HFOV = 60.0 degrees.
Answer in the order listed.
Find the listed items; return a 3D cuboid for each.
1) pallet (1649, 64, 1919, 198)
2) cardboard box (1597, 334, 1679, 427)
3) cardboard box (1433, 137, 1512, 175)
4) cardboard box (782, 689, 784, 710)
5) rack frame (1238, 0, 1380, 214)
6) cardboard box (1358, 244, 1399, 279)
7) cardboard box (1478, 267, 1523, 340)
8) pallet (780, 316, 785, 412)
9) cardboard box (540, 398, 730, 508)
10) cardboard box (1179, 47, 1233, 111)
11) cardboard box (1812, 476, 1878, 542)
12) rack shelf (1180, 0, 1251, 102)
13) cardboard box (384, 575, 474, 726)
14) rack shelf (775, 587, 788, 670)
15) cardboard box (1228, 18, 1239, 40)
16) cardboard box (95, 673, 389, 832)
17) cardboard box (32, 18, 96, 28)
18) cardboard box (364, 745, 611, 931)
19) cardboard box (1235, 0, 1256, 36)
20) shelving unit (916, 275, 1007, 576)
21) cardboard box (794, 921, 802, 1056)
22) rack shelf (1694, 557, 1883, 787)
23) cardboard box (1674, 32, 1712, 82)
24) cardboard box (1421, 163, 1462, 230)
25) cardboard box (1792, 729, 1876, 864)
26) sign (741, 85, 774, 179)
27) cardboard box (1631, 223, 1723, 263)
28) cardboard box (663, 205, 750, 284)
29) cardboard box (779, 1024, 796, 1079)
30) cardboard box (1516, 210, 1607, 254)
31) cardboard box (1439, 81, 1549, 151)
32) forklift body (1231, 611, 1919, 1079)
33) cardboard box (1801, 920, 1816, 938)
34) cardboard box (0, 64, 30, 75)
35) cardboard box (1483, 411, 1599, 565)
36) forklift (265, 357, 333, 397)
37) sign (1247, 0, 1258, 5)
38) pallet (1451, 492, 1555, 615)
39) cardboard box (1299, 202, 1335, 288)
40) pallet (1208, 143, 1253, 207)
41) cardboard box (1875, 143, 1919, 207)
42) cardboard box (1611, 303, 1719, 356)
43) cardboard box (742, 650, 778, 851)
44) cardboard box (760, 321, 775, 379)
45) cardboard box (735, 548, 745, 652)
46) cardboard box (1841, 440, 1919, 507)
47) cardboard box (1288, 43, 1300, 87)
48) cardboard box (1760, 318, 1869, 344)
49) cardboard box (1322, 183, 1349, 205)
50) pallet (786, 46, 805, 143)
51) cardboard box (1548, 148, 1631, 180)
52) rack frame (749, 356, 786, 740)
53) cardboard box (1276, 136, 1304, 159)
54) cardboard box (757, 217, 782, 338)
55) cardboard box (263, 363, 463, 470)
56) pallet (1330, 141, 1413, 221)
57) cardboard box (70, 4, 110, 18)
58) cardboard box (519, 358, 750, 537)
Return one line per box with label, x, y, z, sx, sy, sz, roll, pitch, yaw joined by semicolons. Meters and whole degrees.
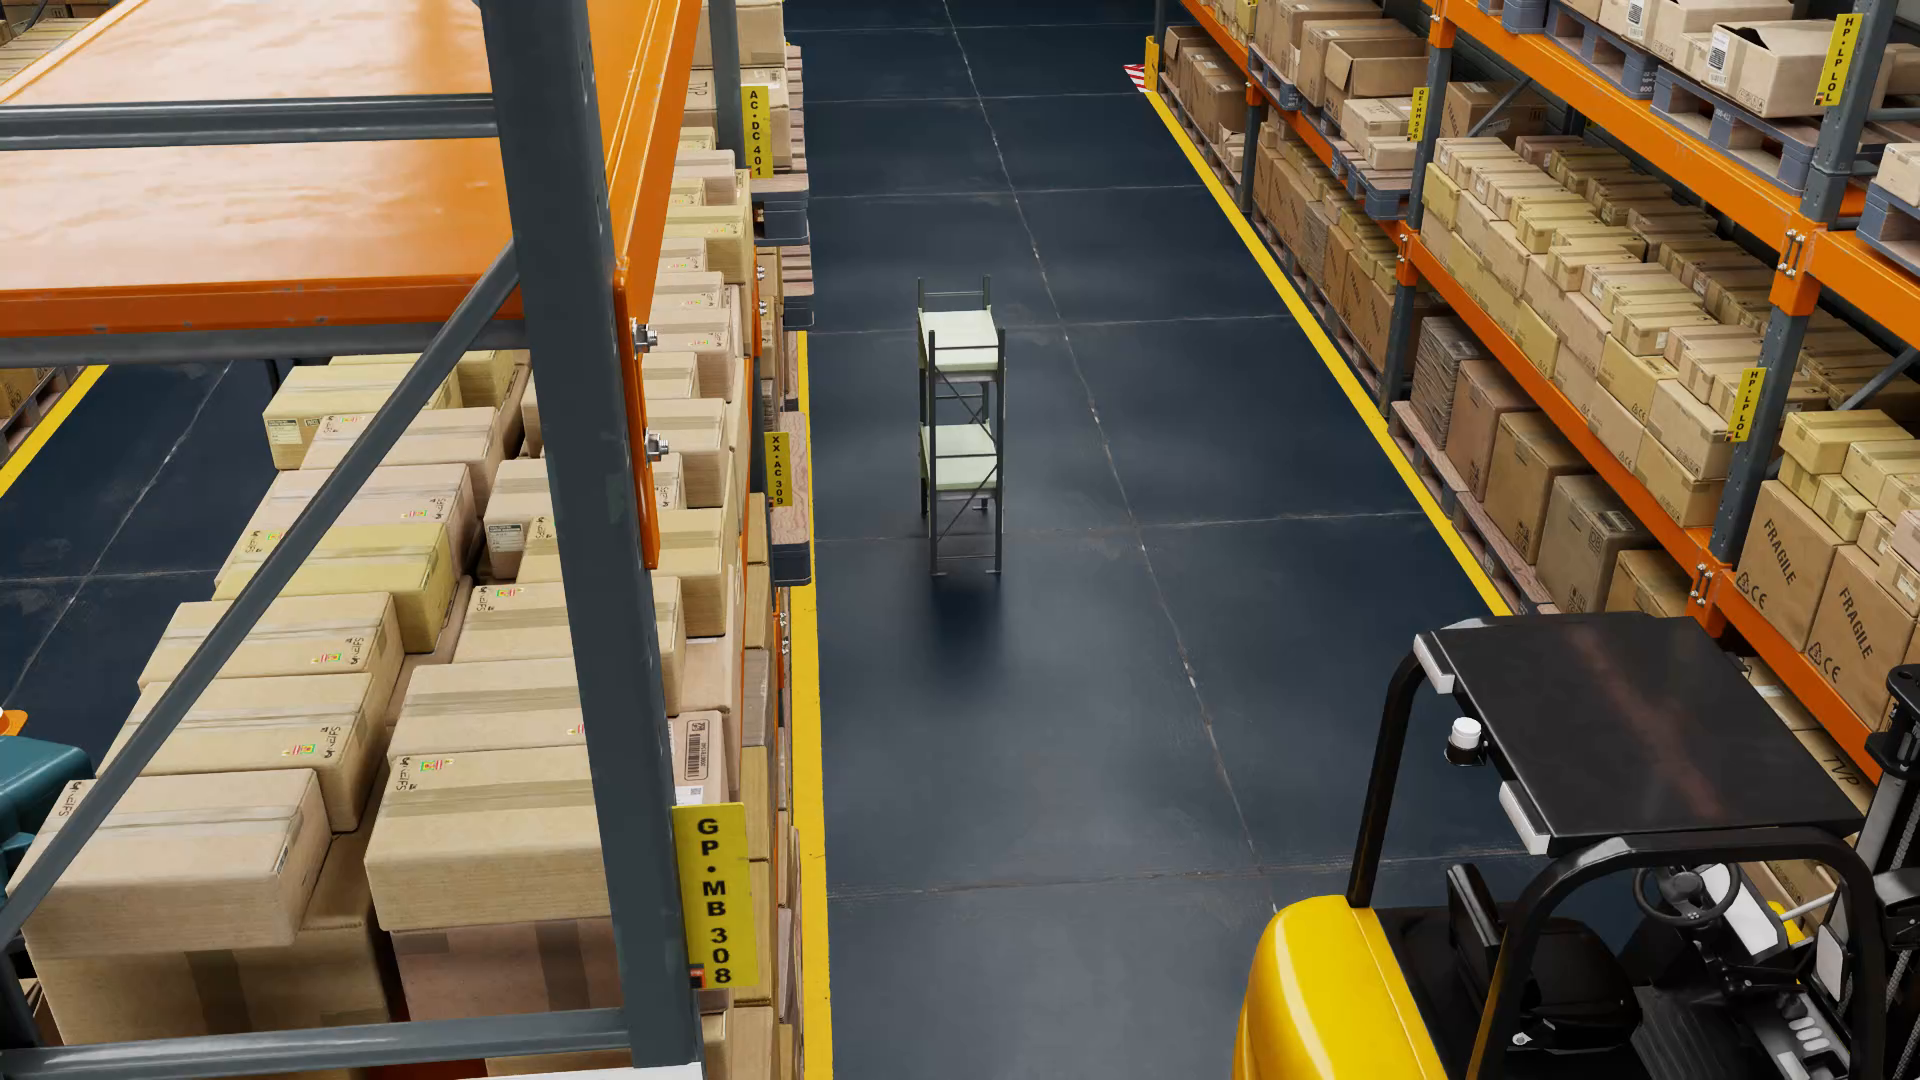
pallet;3.602;-1.765;7.041;0.805;0.209;1.217;-4;31;-7
cardboard box;3.342;-0.760;7.757;0.500;0.250;0.500;-4;31;-6
cardboard box;3.060;-2.296;9.939;0.380;0.149;0.250;-2;31;-3
cardboard box;-1.296;0.811;7.621;0.950;0.372;0.625;-2;31;-4
rack frame;2.950;-4.194;13.846;1.000;3.000;0.127;-3;31;-5
cardboard box;2.969;-1.915;11.427;0.380;0.149;0.250;-4;31;-7
cardboard box;3.219;-1.329;9.197;0.500;0.250;0.500;-4;31;-6
pallet;-1.392;-0.821;8.386;1.003;0.211;1.213;-3;31;-5
cardboard box;-0.713;-0.190;3.686;0.380;0.149;0.250;-2;31;-3
cardboard box;2.580;-4.588;16.534;0.700;0.500;0.500;-2;31;-3
cardboard box;3.491;-0.123;6.301;0.380;0.149;0.250;-2;31;-3
rack shelf;2.763;-4.906;15.740;1.077;0.370;4.000;-3;31;-5
cardboard box;-1.219;0.316;3.228;0.500;0.250;0.500;-3;31;-5
rack shelf;-1.431;-0.582;8.501;1.077;0.370;4.000;-3;31;-5
cardboard box;2.574;-4.500;14.604;0.380;0.149;0.250;-2;31;-3
cardboard box;-1.182;0.358;2.767;0.380;0.149;0.250;-2;31;-4
cardboard box;-6.679;-3.798;12.438;0.380;0.149;0.250;-1;31;-2
cardboard box;-0.701;0.459;2.599;0.380;0.149;0.250;-3;31;-5
cardboard box;2.660;-4.505;14.224;0.500;0.250;0.500;-2;31;-3
shelving unit;0.001;-0.640;9.360;0.431;1.500;0.755;-3;31;-5
cardboard box;-0.862;1.691;6.266;0.500;0.250;0.500;-4;31;-6
rack shelf;3.884;1.221;5.483;1.077;0.370;4.000;-3;31;-5
cardboard box;3.292;-2.059;7.086;0.380;0.149;0.250;-3;31;-5
cardboard box;3.097;-2.062;9.936;0.500;0.250;0.500;-3;31;-5
cardboard box;3.468;0.985;6.472;0.500;0.250;0.500;-3;31;-5
sign;-0.705;-1.409;5.755;0.100;0.325;0.005;-3;31;-5
cardboard box;3.718;-1.534;8.663;0.380;0.149;0.250;-2;31;-3
cardboard box;-0.806;-0.848;4.787;0.380;0.149;0.250;-2;31;-3
cardboard box;-0.765;1.890;5.201;0.500;0.500;0.500;-2;31;-4
cardboard box;3.191;-1.638;8.837;0.380;0.149;0.250;-2;31;-4
cardboard box;3.431;-2.645;10.746;0.500;0.500;0.500;-1;31;-2
forklift body;2.078;1.416;5.281;2.313;2.155;1.214;-3;31;-5
cardboard box;3.539;1.674;6.295;0.500;0.250;0.500;-2;31;-4
cardboard box;-6.558;-3.132;11.324;0.380;0.149;0.250;-4;31;-7
cardboard box;3.500;-0.316;9.261;0.875;0.625;0.625;-4;31;-7
forklift;-3.362;-1.452;9.323;1.130;2.935;3.031;-2;31;-3
sign;2.410;-4.536;13.574;0.100;0.325;0.005;-3;31;-5
pallet;3.473;0.089;9.395;1.003;0.211;1.213;-3;31;-5
cardboard box;2.915;-2.252;12.623;0.500;0.500;0.500;-4;31;-6
pallet;2.887;-3.347;15.148;1.003;0.211;1.213;-3;31;-5
cardboard box;3.437;-1.269;5.762;0.380;0.149;0.250;-2;31;-4
cardboard box;3.275;-0.981;7.737;0.380;0.149;0.250;-4;31;-6
cardboard box;-0.847;0.702;5.262;0.500;0.500;0.500;-2;31;-3
cardboard box;-0.936;-0.756;6.661;0.380;0.149;0.250;-3;31;-5
cardboard box;-0.703;0.148;3.897;0.380;0.149;0.250;-2;31;-4
cardboard box;3.564;-0.253;6.229;0.380;0.149;0.250;-2;31;-4
cardboard box;2.698;-3.589;12.555;0.396;0.266;0.258;-1;31;-2
cardboard box;3.883;-0.888;7.581;0.380;0.149;0.250;-3;31;-5
cardboard box;2.957;-2.583;12.546;0.380;0.149;0.250;-3;31;-4
pallet;-1.296;-1.926;7.308;1.213;0.211;1.003;-3;31;-5
cardboard box;3.691;-2.188;9.758;0.380;0.149;0.250;-2;31;-3
rack frame;-1.244;0.130;6.607;1.000;3.000;0.127;-3;31;-5
cardboard box;2.822;-3.246;13.655;0.380;0.149;0.250;-4;31;-6
cardboard box;-1.141;-1.244;8.111;0.500;0.500;0.500;-4;31;-7
cardboard box;-1.373;-0.290;3.852;0.380;0.149;0.250;-2;31;-3
pallet;3.191;-2.412;11.050;1.213;0.211;1.003;-3;31;-5
cardboard box;-6.706;-4.101;13.303;0.500;0.500;0.500;-3;31;-5
cardboard box;-0.791;-0.231;4.142;0.500;0.250;0.500;-2;31;-4
